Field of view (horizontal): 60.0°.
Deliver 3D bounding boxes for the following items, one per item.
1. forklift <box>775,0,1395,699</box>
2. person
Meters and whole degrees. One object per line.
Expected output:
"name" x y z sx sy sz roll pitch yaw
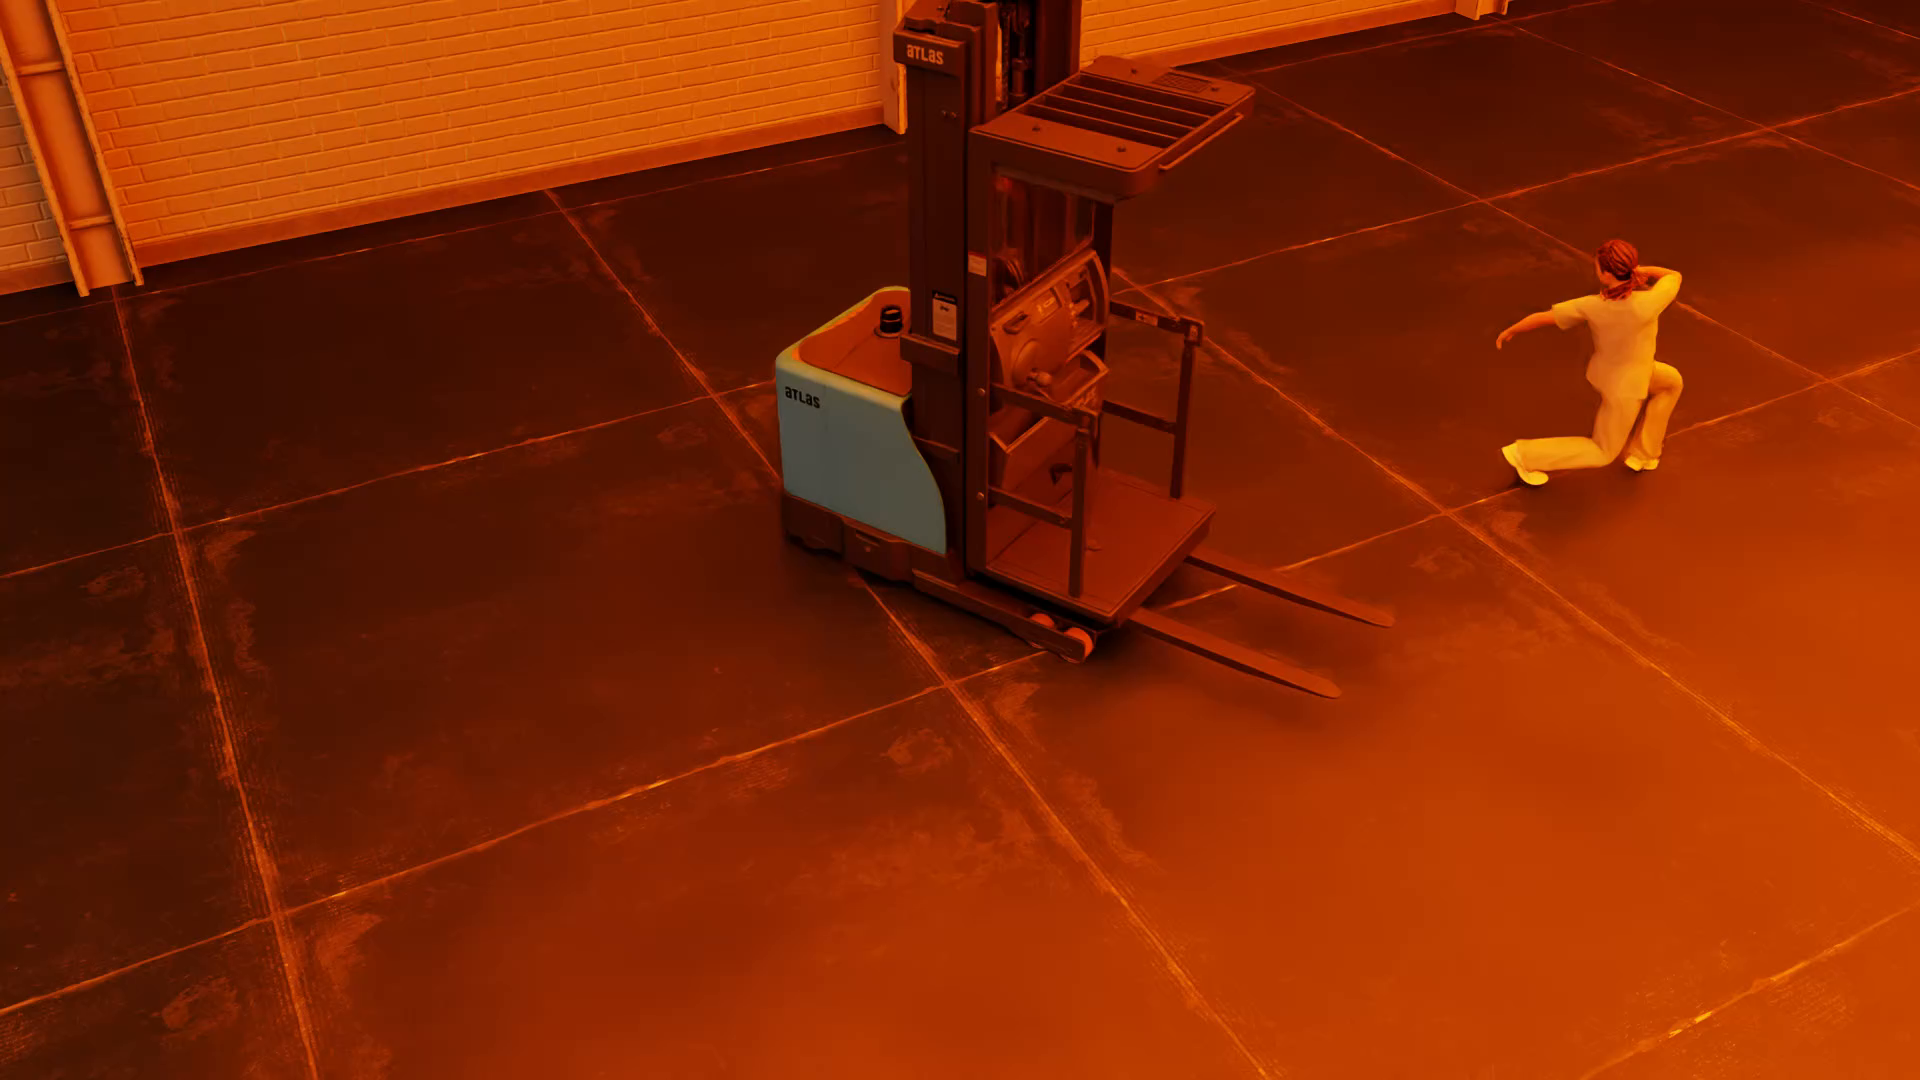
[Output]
"forklift" 0.589 -0.967 7.492 3.031 2.935 1.130 21 40 27
"person" 3.376 -0.986 8.863 0.966 1.404 0.749 -14 38 -19
